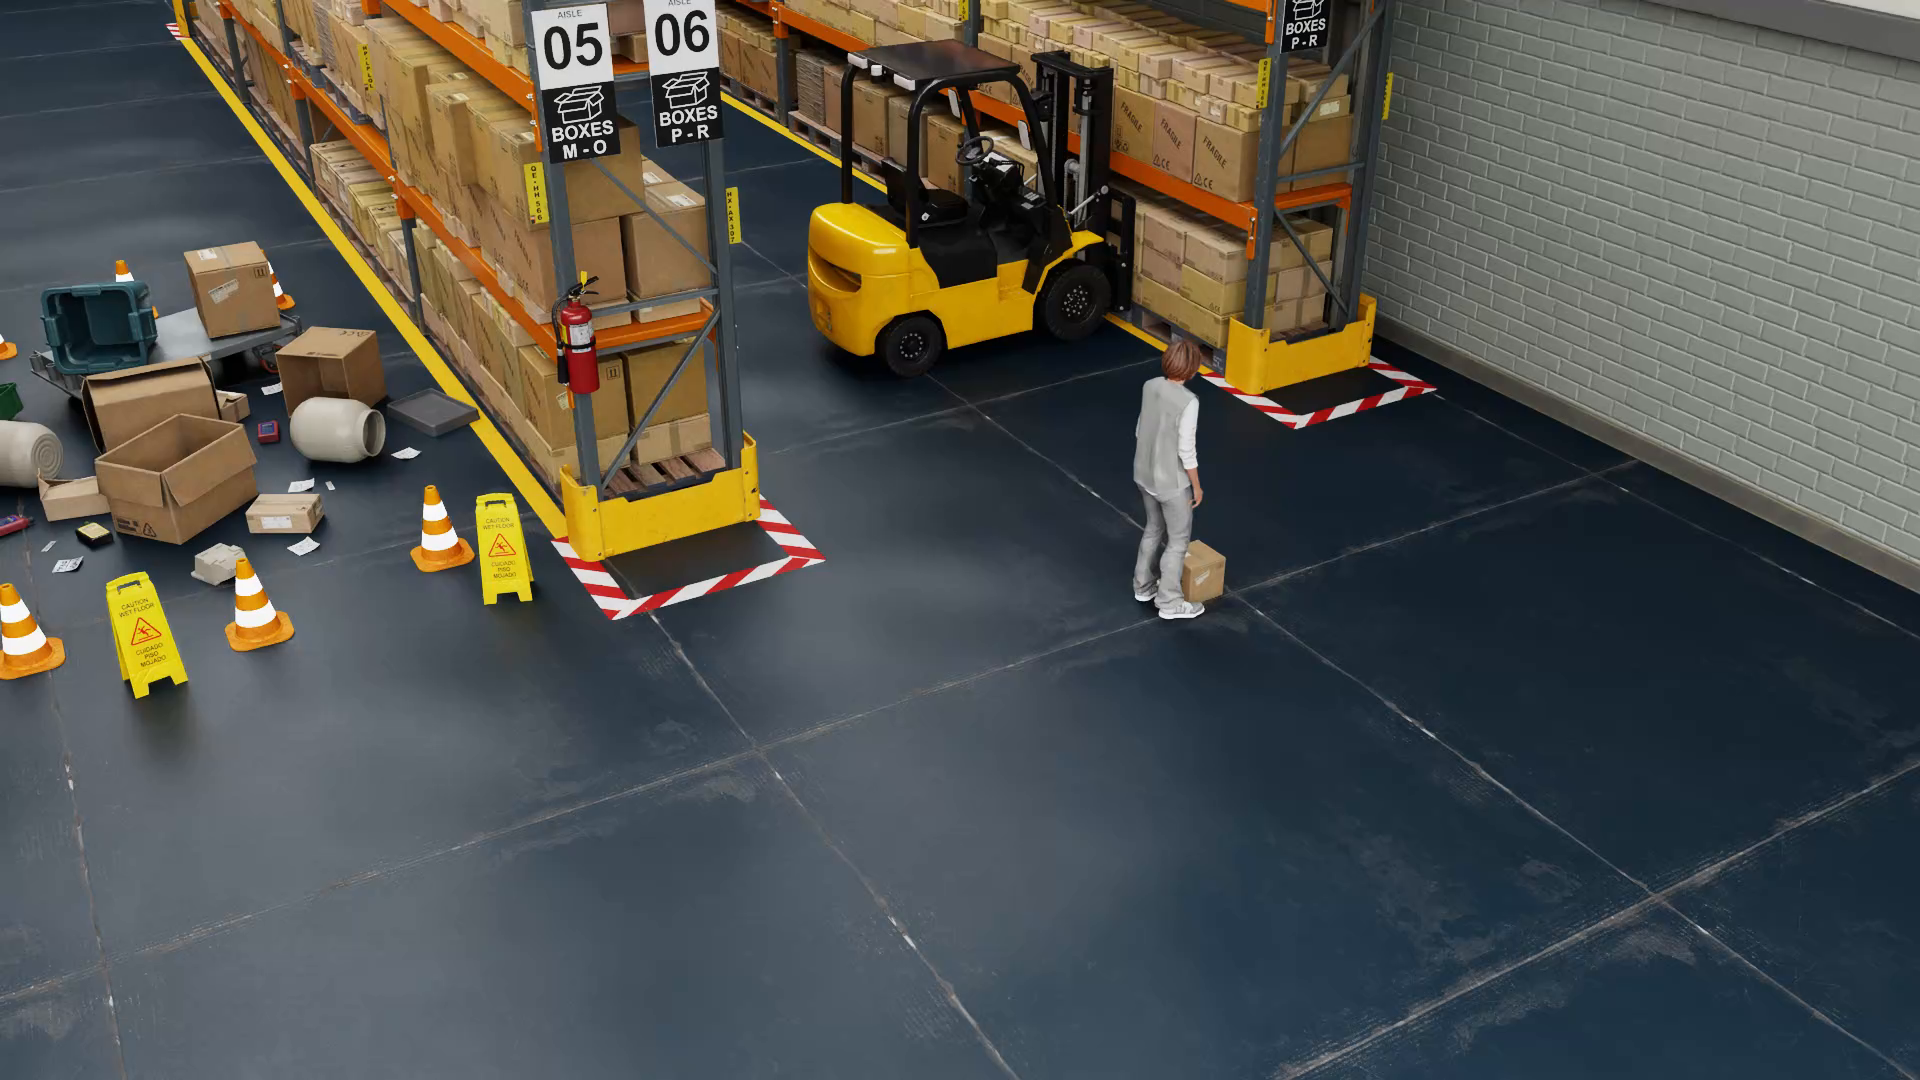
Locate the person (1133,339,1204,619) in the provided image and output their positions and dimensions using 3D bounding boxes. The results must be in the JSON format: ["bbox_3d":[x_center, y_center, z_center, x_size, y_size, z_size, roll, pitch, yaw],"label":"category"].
[{"bbox_3d":[1.141,-0.328,9.153,0.342,1.582,0.482,-17,34,-28],"label":"person"}]
